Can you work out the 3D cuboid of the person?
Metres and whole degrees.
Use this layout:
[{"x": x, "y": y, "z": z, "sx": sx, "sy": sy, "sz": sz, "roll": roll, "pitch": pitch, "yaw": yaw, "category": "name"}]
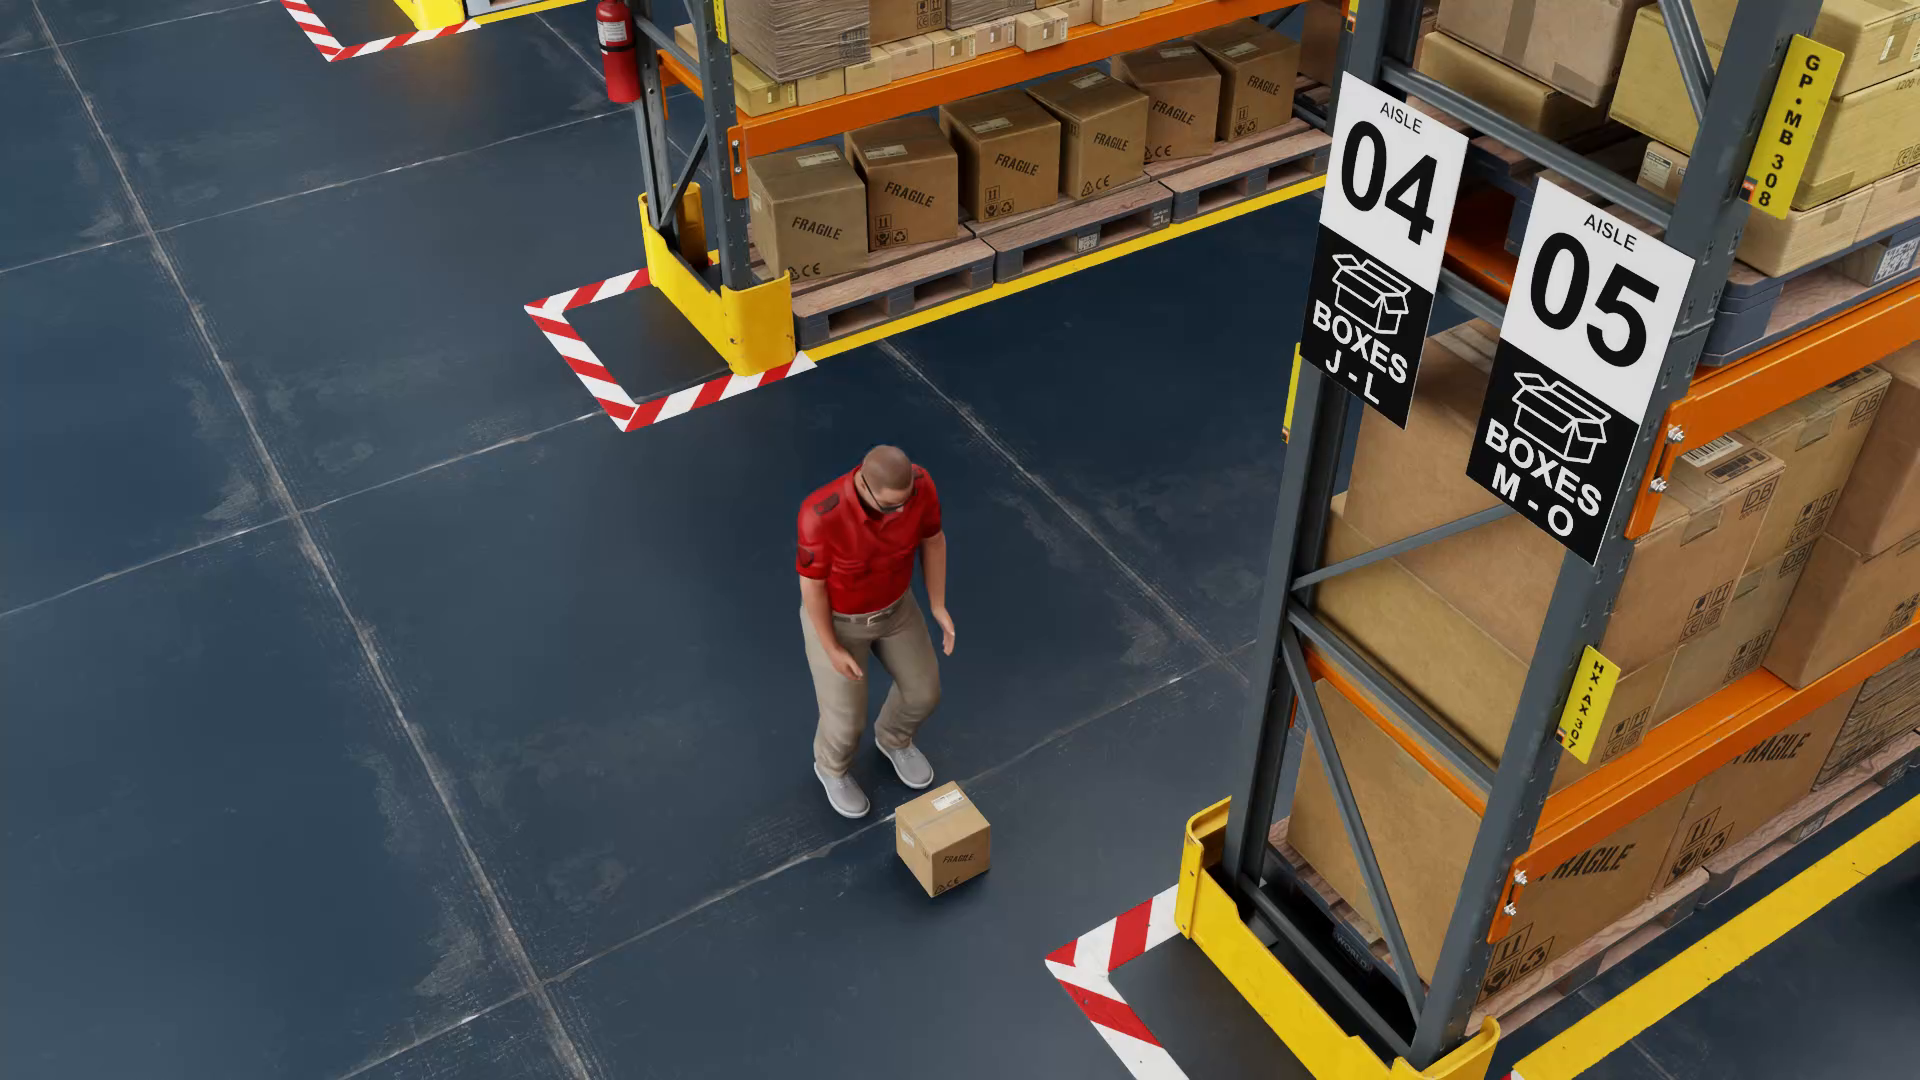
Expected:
[{"x": -0.322, "y": 0.317, "z": 5.983, "sx": 0.560, "sy": 1.505, "sz": 0.407, "roll": -21, "pitch": 45, "yaw": -23, "category": "person"}]
